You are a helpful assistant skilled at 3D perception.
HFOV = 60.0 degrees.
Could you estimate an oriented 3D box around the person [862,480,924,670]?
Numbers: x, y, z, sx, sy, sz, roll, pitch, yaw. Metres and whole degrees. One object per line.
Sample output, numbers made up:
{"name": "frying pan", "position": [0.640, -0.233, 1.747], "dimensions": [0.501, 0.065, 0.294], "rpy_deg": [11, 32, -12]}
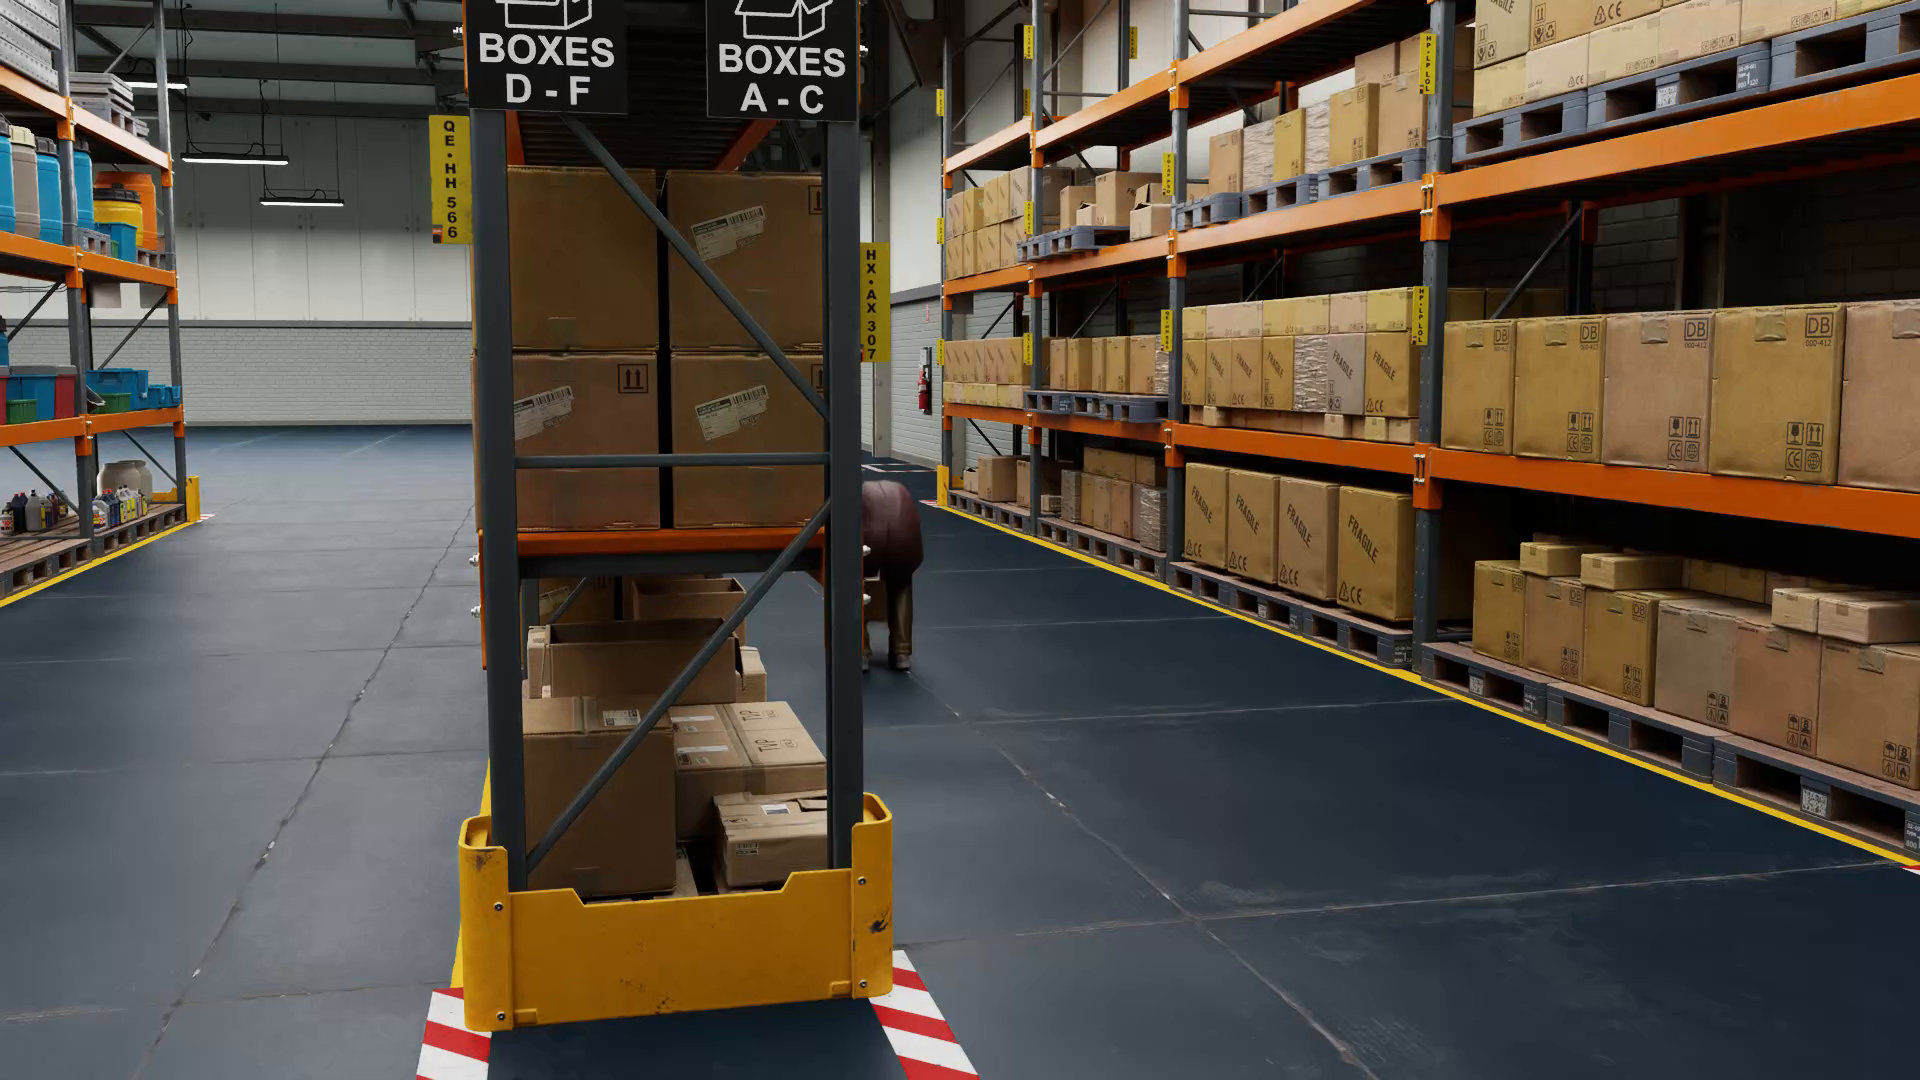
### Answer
{"name": "person", "position": [-0.540, 0.180, 9.909], "dimensions": [0.577, 1.101, 0.951], "rpy_deg": [-2, 6, -16]}
